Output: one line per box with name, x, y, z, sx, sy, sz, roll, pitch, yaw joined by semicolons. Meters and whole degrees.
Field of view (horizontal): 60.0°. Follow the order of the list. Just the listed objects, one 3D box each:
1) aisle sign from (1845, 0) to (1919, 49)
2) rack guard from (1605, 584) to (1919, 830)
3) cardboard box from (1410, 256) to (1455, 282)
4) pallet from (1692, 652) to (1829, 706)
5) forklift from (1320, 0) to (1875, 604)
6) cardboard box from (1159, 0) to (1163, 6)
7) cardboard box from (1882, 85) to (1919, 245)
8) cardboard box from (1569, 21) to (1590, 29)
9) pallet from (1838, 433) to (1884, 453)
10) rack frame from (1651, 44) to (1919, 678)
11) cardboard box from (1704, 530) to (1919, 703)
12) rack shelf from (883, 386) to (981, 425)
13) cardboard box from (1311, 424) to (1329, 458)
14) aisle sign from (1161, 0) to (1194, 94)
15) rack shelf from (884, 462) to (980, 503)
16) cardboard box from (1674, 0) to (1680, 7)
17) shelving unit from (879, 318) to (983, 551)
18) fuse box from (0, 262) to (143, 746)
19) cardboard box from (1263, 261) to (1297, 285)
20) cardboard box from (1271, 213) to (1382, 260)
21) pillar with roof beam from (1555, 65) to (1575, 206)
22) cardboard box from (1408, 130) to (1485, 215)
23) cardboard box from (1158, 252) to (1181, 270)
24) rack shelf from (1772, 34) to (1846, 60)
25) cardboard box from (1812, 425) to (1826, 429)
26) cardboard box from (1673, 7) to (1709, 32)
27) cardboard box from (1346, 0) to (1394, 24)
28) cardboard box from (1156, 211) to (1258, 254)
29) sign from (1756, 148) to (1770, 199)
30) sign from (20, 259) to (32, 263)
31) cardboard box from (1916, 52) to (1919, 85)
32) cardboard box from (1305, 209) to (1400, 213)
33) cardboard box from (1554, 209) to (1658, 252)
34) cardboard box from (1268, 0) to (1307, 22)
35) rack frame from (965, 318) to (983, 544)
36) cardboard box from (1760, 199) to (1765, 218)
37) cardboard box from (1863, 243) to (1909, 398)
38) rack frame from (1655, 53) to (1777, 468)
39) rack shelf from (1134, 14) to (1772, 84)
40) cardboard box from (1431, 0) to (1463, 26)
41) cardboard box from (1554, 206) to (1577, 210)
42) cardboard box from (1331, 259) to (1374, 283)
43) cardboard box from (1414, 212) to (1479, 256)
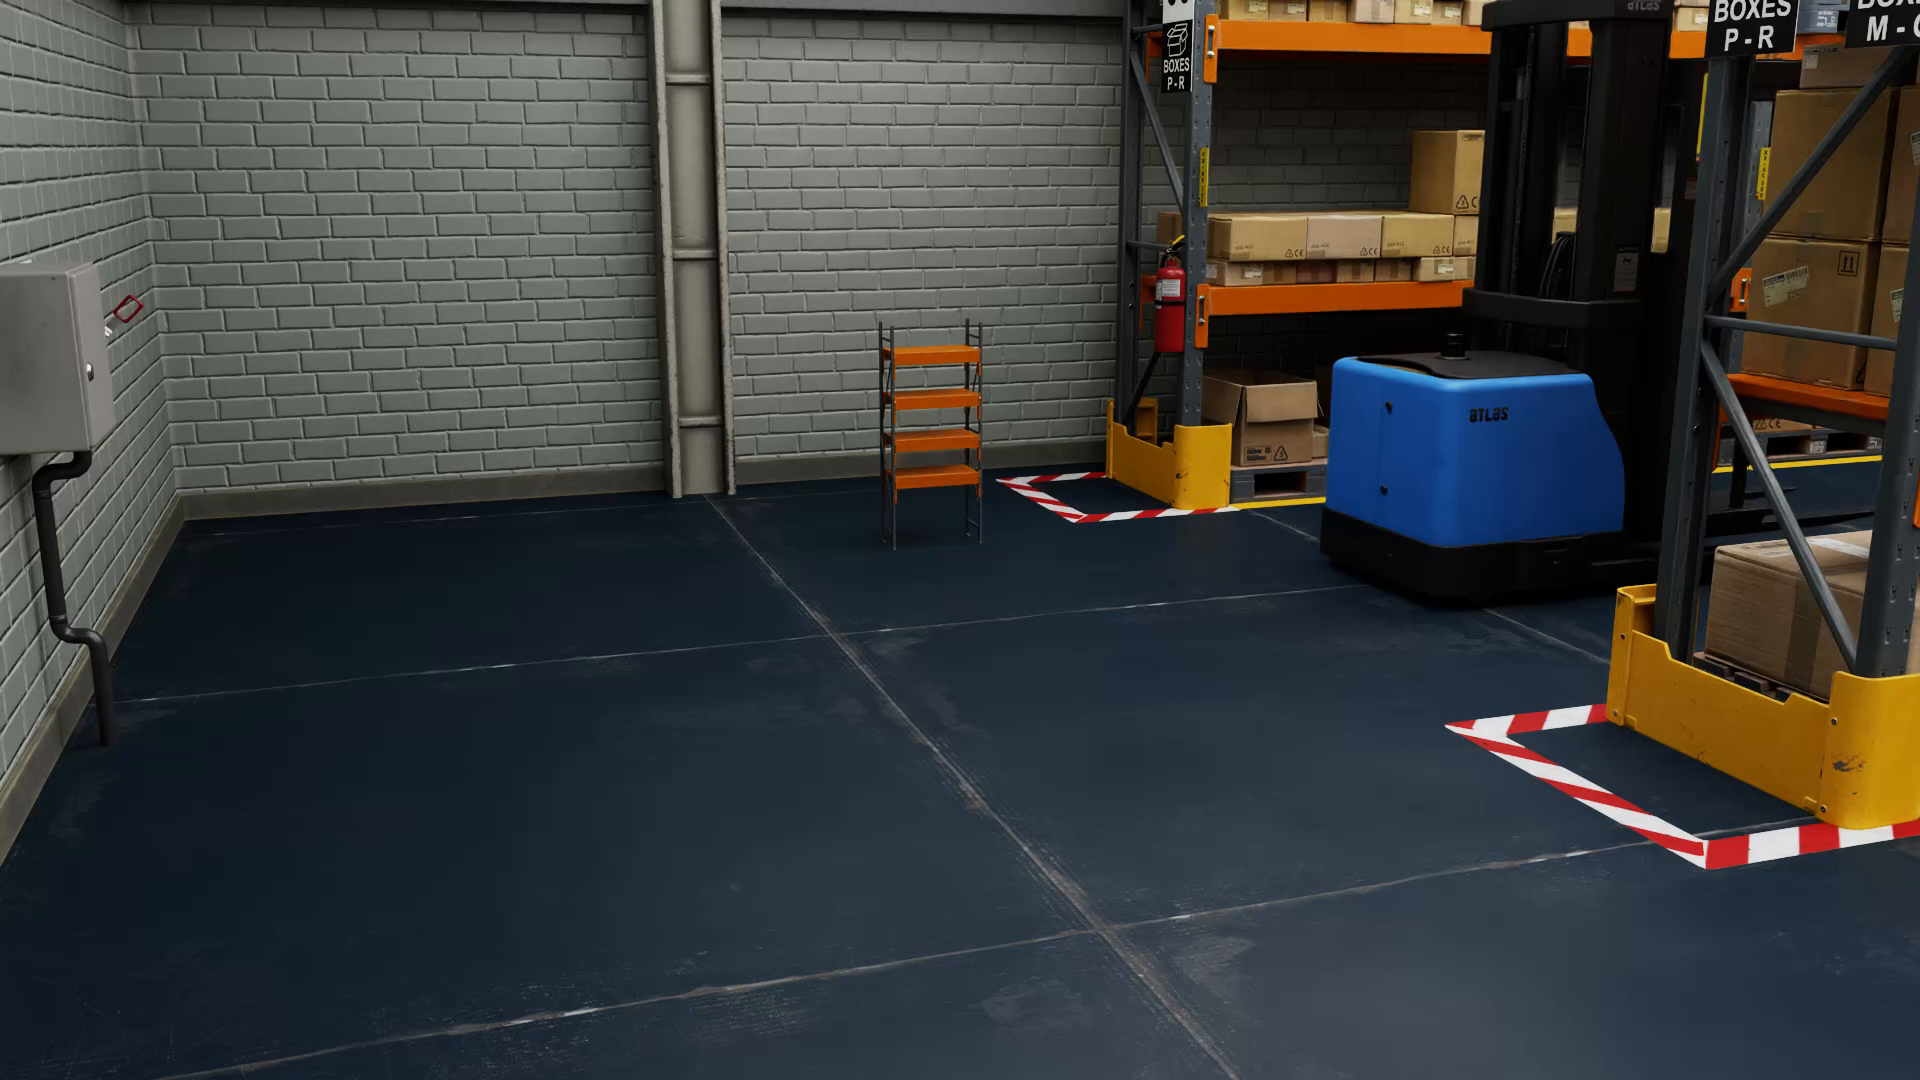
aisle sign;2.826;-1.873;4.919;0.004;0.787;0.394;-4;14;-18
rack guard;2.779;0.540;5.791;0.348;0.500;1.175;-4;14;-18
cardboard box;2.851;-1.692;10.317;0.250;0.149;0.380;-5;14;-20
pallet;3.535;0.603;6.152;1.213;0.211;1.003;-4;14;-18
forklift;3.429;-1.319;8.355;3.031;2.935;1.130;-5;14;-20
cardboard box;1.550;-3.389;10.110;0.500;0.250;0.500;-5;14;-19
cardboard box;3.347;-1.186;5.268;0.500;0.500;0.500;-5;14;-19
cardboard box;3.772;-3.241;10.348;0.250;0.149;0.380;-4;14;-16
pallet;6.923;-0.864;12.318;1.213;0.211;1.003;-4;14;-18
rack frame;2.802;-0.678;5.509;0.127;3.000;1.000;-4;14;-18
cardboard box;3.395;0.294;6.054;0.875;0.438;0.875;-5;14;-20
rack shelf;-0.157;-0.724;8.916;0.480;0.148;0.258;-4;14;-18
cardboard box;2.240;-0.630;10.565;0.250;0.149;0.380;-5;14;-20
aisle sign;1.244;-2.961;9.492;0.004;0.787;0.394;-4;14;-18
rack shelf;-0.157;-0.313;9.014;0.480;0.148;0.258;-4;14;-18
cardboard box;4.139;-3.461;10.410;0.500;0.250;0.500;-5;14;-20
shelving unit;-0.157;-0.571;8.953;0.503;1.200;0.258;-4;14;-18
fuse box;-3.067;-0.101;5.869;0.414;1.711;0.539;-4;14;-18
cardboard box;1.840;-1.637;10.085;0.250;0.149;0.380;-4;14;-17
cardboard box;2.209;-1.849;10.117;0.500;0.250;0.500;-4;14;-17
pillar with roof beam;5.432;-4.182;7.277;0.400;9.000;9.100;-4;14;-18
cardboard box;3.153;-2.288;10.339;0.500;0.500;0.500;-4;14;-17
cardboard box;1.443;-1.727;10.464;0.250;0.149;0.380;-5;14;-19
rack shelf;6.902;-3.318;11.683;4.000;0.370;1.077;-4;14;-18
cardboard box;6.038;-1.077;11.684;0.500;0.500;0.500;-5;14;-19
cardboard box;4.526;-3.290;10.551;0.250;0.149;0.380;-4;14;-18
cardboard box;2.349;-3.112;9.803;0.250;0.149;0.380;-4;14;-17
cardboard box;1.566;-1.930;10.455;0.500;0.250;0.500;-4;14;-16
sign;5.186;-2.364;10.728;0.005;0.325;0.100;-4;14;-18
sign;-3.421;-0.775;6.123;0.001;0.494;0.329;-4;14;-18
cardboard box;3.226;-1.494;5.162;0.250;0.149;0.380;-4;14;-17
cardboard box;2.526;-2.003;10.763;0.500;0.250;0.500;-4;14;-16
cardboard box;4.131;-2.002;10.757;0.500;0.250;0.500;-4;14;-18
cardboard box;1.831;-3.101;9.757;0.250;0.149;0.380;-4;14;-17
rack frame;0.074;-0.590;9.028;0.015;1.200;0.240;-4;14;-18
cardboard box;5.536;-2.301;11.210;0.500;0.500;0.700;-4;14;-17
cardboard box;3.348;-0.699;5.382;0.500;0.500;0.500;-5;14;-19
rack frame;5.006;-2.061;11.326;0.127;3.000;1.000;-4;14;-18
rack shelf;3.111;-3.023;10.442;4.000;0.370;1.077;-4;14;-18
cardboard box;2.810;-3.164;10.025;0.250;0.149;0.380;-5;14;-19
cardboard box;3.977;-2.117;11.242;0.500;0.250;0.500;-5;14;-19
cardboard box;2.337;-1.669;10.220;0.250;0.149;0.380;-4;14;-16
cardboard box;3.166;-1.930;10.455;0.500;0.250;0.500;-5;14;-20
